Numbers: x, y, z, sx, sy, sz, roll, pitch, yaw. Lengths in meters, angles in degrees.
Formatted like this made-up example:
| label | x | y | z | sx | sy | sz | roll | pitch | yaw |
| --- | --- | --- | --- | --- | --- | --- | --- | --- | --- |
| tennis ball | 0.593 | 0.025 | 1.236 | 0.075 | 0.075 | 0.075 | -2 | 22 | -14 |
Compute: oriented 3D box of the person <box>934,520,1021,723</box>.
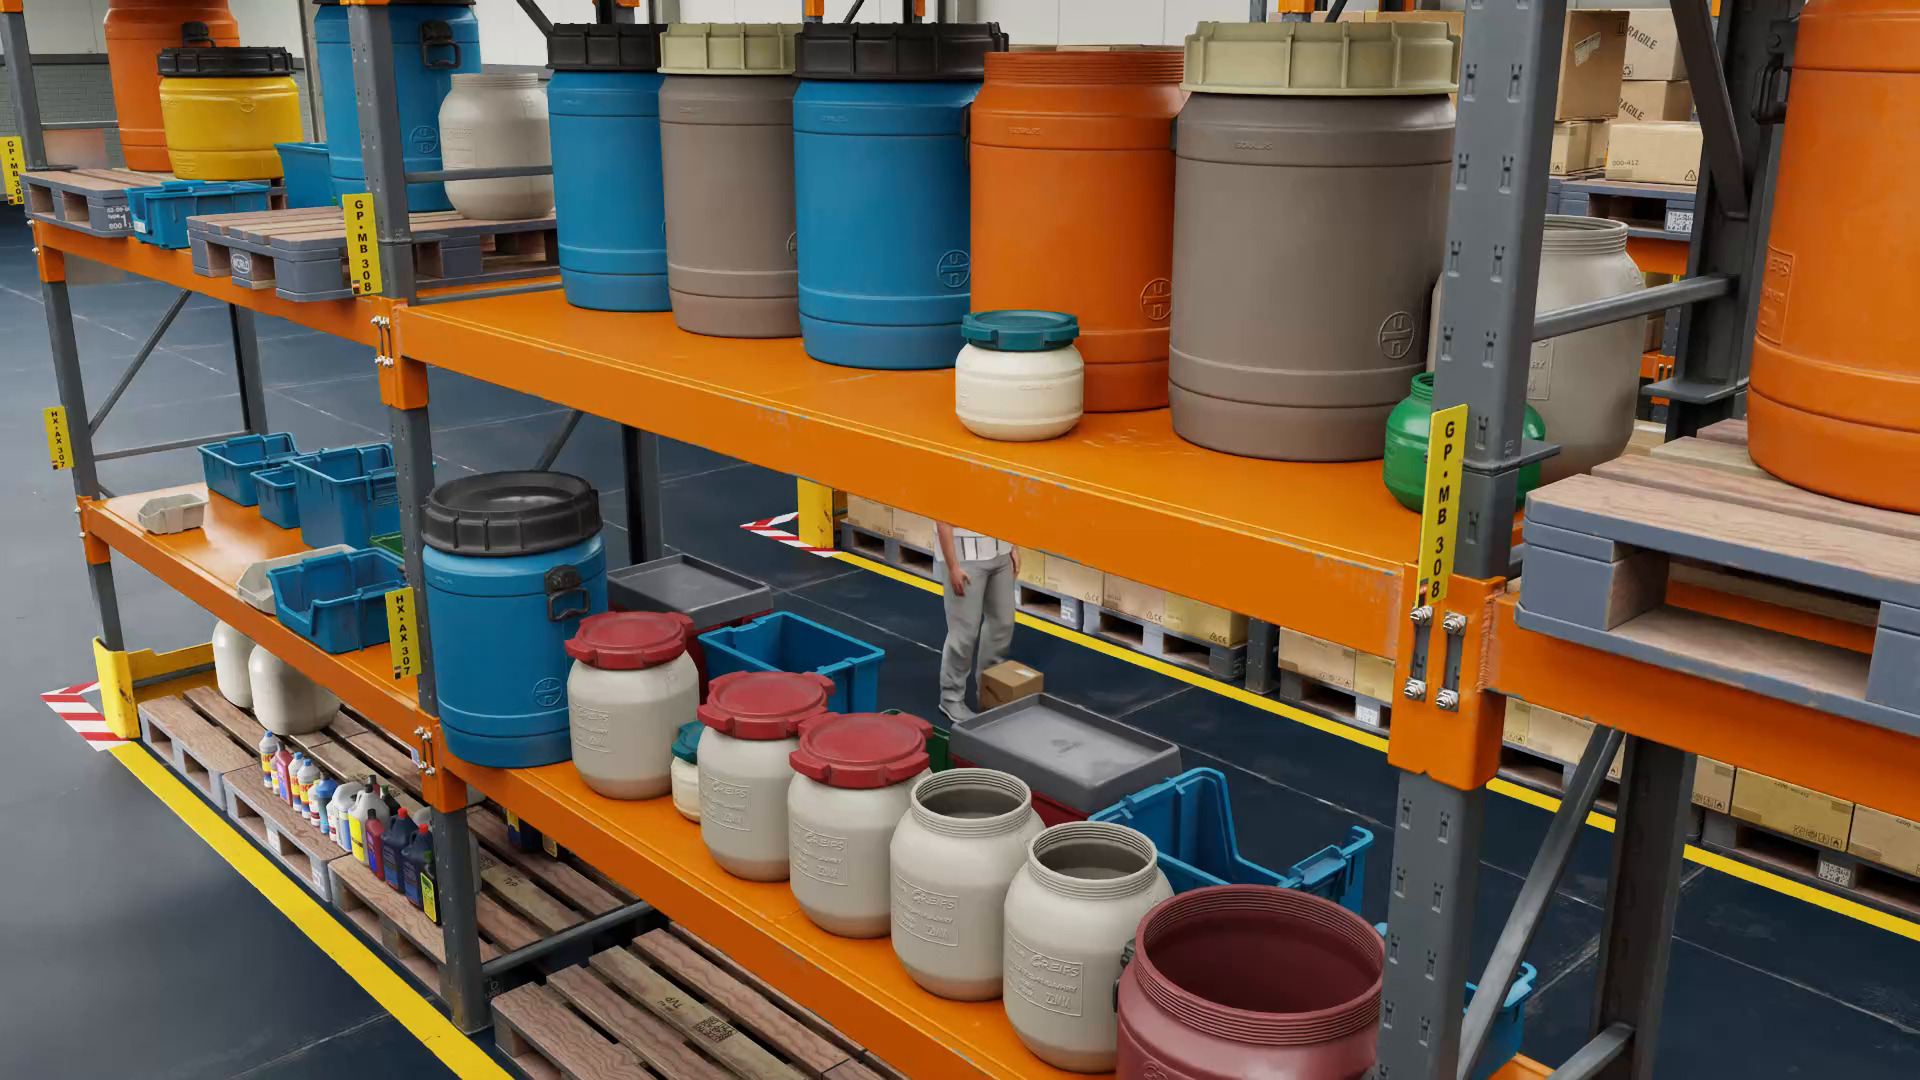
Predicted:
| label | x | y | z | sx | sy | sz | roll | pitch | yaw |
| --- | --- | --- | --- | --- | --- | --- | --- | --- | --- |
| person | 0.100 | 0.104 | 9.194 | 0.443 | 1.748 | 0.574 | 16 | 24 | 42 |
